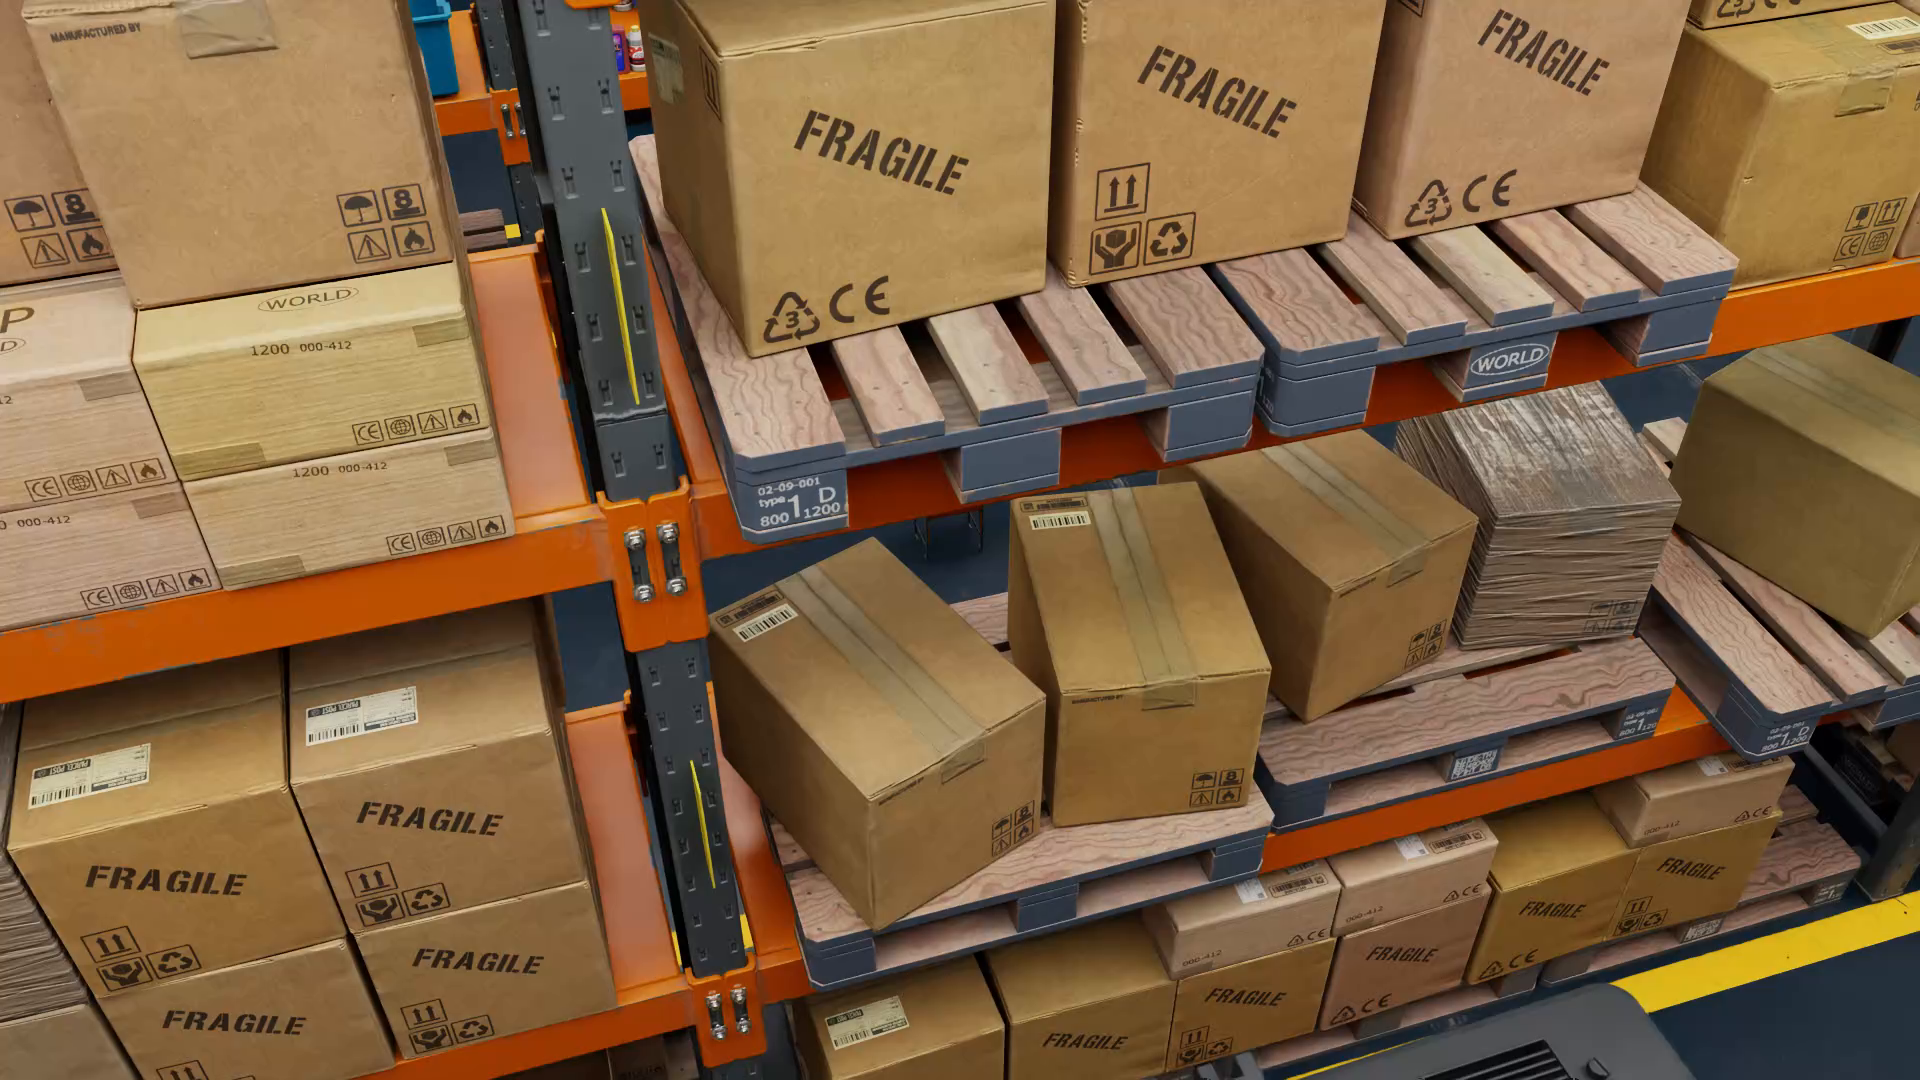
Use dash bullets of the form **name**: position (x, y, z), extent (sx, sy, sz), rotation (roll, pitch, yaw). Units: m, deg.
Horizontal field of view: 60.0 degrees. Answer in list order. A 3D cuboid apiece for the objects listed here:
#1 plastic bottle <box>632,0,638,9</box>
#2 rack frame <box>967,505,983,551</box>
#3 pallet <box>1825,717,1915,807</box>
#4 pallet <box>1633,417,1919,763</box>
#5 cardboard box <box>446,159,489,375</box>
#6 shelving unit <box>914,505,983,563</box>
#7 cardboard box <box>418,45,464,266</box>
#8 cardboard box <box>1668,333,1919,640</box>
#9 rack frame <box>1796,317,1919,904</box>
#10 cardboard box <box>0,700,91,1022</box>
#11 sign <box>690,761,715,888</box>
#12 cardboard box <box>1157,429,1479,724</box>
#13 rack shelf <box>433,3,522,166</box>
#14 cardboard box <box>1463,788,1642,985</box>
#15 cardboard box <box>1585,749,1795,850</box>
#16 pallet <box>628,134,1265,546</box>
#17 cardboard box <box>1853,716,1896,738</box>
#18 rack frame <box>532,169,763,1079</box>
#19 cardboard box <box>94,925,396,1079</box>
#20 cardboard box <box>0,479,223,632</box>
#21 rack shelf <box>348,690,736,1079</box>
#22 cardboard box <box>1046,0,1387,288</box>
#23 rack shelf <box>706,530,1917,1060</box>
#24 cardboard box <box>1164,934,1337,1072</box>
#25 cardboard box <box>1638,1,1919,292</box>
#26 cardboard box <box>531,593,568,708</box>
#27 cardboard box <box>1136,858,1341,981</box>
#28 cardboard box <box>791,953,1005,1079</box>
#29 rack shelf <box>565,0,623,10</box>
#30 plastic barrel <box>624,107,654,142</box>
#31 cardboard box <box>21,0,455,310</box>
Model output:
- **plastic bottle**: position (-1.585, -2.811, 8.281), extent (0.135, 0.276, 0.152), rotation (-12, 42, -13)
- **rack frame**: position (0.065, -0.409, 6.920), extent (0.008, 1.050, 0.200), rotation (-12, 42, -13)
- **pallet**: position (3.884, 0.726, 6.258), extent (1.213, 0.211, 1.003), rotation (-12, 42, -13)
- **pallet**: position (2.462, 0.065, 5.042), extent (1.003, 0.211, 1.213), rotation (-12, 42, -13)
- **cardboard box**: position (-1.266, -0.527, 3.408), extent (0.500, 0.250, 0.500), rotation (-12, 42, -13)
- **shelving unit**: position (-0.051, -0.385, 6.893), extent (0.252, 1.050, 0.215), rotation (-12, 42, -13)
- **cardboard box**: position (-1.266, -0.716, 3.244), extent (0.500, 0.250, 0.500), rotation (-12, 42, -13)
- **cardboard box**: position (2.521, -0.186, 4.788), extent (0.500, 0.500, 0.700), rotation (-26, 48, -27)
- **rack frame**: position (3.087, -0.186, 5.183), extent (0.127, 3.000, 1.000), rotation (-12, 42, -13)
- **cardboard box**: position (-2.101, 0.656, 3.384), extent (0.500, 0.500, 0.500), rotation (-11, 42, -13)
- **sign**: position (-0.558, 0.618, 3.605), extent (0.005, 0.325, 0.100), rotation (-12, 42, -13)
- **cardboard box**: position (0.939, 0.021, 4.551), extent (0.500, 0.500, 0.700), rotation (-22, 46, -24)
- **rack shelf**: position (-4.120, -1.838, 7.621), extent (4.000, 0.370, 1.077), rotation (-12, 42, -13)
- **cardboard box**: position (1.772, 1.024, 5.363), extent (0.500, 0.500, 0.500), rotation (-13, 43, -15)
- **cardboard box**: position (2.213, 0.654, 5.218), extent (0.500, 0.250, 0.500), rotation (-10, 42, -11)
- **pallet**: position (-0.085, -0.539, 3.450), extent (1.003, 0.211, 1.213), rotation (-12, 42, -13)
- **cardboard box**: position (3.516, 0.435, 6.243), extent (0.500, 0.250, 0.500), rotation (-11, 42, -12)
- **rack frame**: position (-0.728, 0.605, 4.278), extent (0.127, 3.000, 1.000), rotation (-12, 42, -13)
- **cardboard box**: position (-1.619, 0.930, 3.830), extent (0.500, 0.500, 0.500), rotation (-11, 42, -12)
- **cardboard box**: position (-1.592, -0.113, 2.934), extent (0.500, 0.250, 0.500), rotation (-12, 42, -13)
- **rack shelf**: position (-2.635, 1.271, 4.062), extent (4.000, 0.370, 1.077), rotation (-12, 42, -13)
- **cardboard box**: position (0.405, -0.958, 3.315), extent (0.600, 0.600, 0.600), rotation (-12, 43, -14)
- **rack shelf**: position (1.180, 0.481, 4.967), extent (4.000, 0.370, 1.077), rotation (-12, 42, -13)
- **cardboard box**: position (0.791, 1.231, 5.126), extent (0.500, 0.500, 0.500), rotation (-11, 42, -13)
- **cardboard box**: position (1.699, -1.042, 3.807), extent (0.500, 0.500, 0.910), rotation (-12, 42, -13)
- **cardboard box**: position (-1.262, 0.107, 4.011), extent (0.500, 0.500, 0.500), rotation (-11, 42, -12)
- **cardboard box**: position (0.761, 0.958, 4.869), extent (0.500, 0.250, 0.500), rotation (-12, 42, -13)
- **cardboard box**: position (-0.193, 1.438, 4.890), extent (0.500, 0.500, 0.500), rotation (-14, 43, -15)
- **rack shelf**: position (1.180, -1.628, 3.125), extent (4.000, 0.370, 1.077), rotation (-12, 42, -13)
- **plastic barrel**: position (-1.688, -1.969, 8.500), extent (0.708, 0.901, 0.600), rotation (-12, 42, -13)
- **cardboard box**: position (-1.180, -0.819, 2.792), extent (0.500, 0.500, 0.700), rotation (-12, 42, -13)
